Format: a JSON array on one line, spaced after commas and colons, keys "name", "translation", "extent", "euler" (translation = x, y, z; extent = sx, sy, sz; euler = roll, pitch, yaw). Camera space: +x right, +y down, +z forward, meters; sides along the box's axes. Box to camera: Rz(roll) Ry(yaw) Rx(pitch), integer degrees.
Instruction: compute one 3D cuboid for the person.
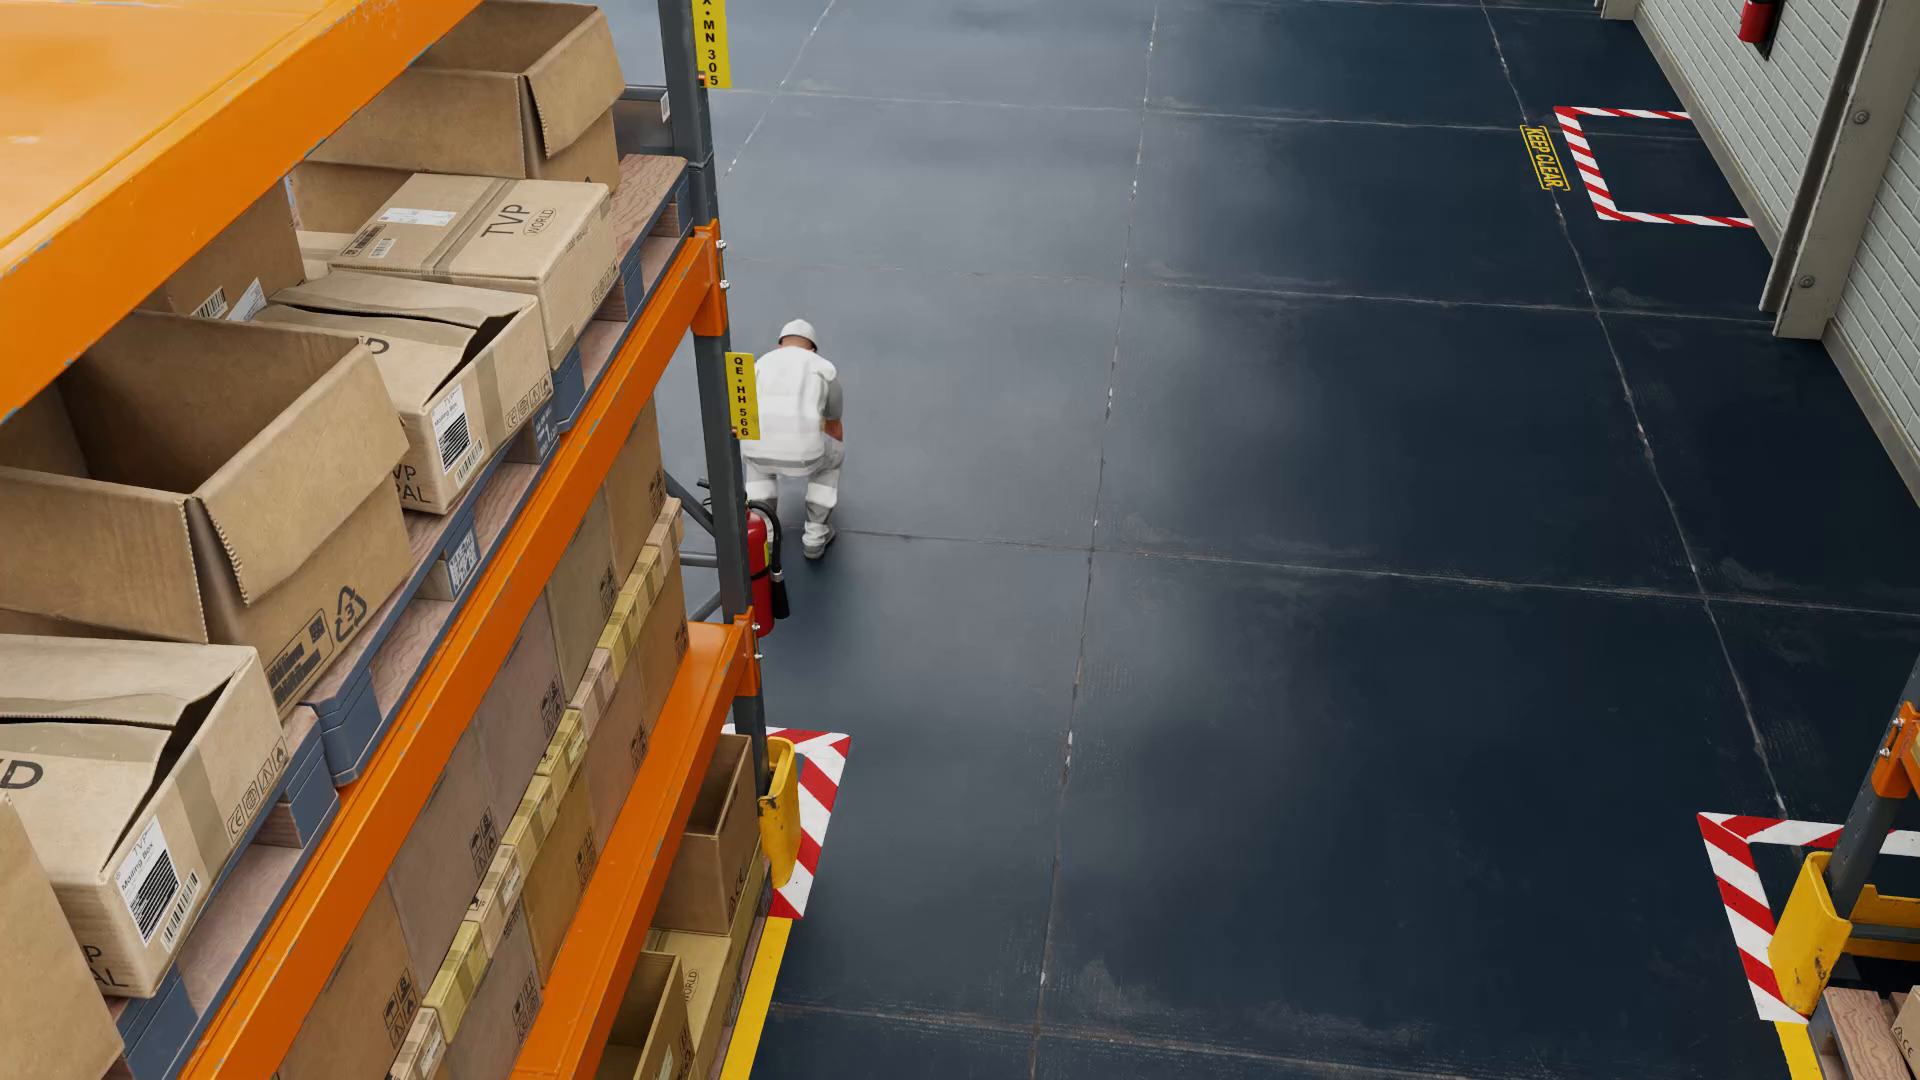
[{"name": "person", "translation": [-0.840, -0.485, 8.374], "extent": [0.536, 0.991, 0.953], "euler": [3, 36, 4]}]
